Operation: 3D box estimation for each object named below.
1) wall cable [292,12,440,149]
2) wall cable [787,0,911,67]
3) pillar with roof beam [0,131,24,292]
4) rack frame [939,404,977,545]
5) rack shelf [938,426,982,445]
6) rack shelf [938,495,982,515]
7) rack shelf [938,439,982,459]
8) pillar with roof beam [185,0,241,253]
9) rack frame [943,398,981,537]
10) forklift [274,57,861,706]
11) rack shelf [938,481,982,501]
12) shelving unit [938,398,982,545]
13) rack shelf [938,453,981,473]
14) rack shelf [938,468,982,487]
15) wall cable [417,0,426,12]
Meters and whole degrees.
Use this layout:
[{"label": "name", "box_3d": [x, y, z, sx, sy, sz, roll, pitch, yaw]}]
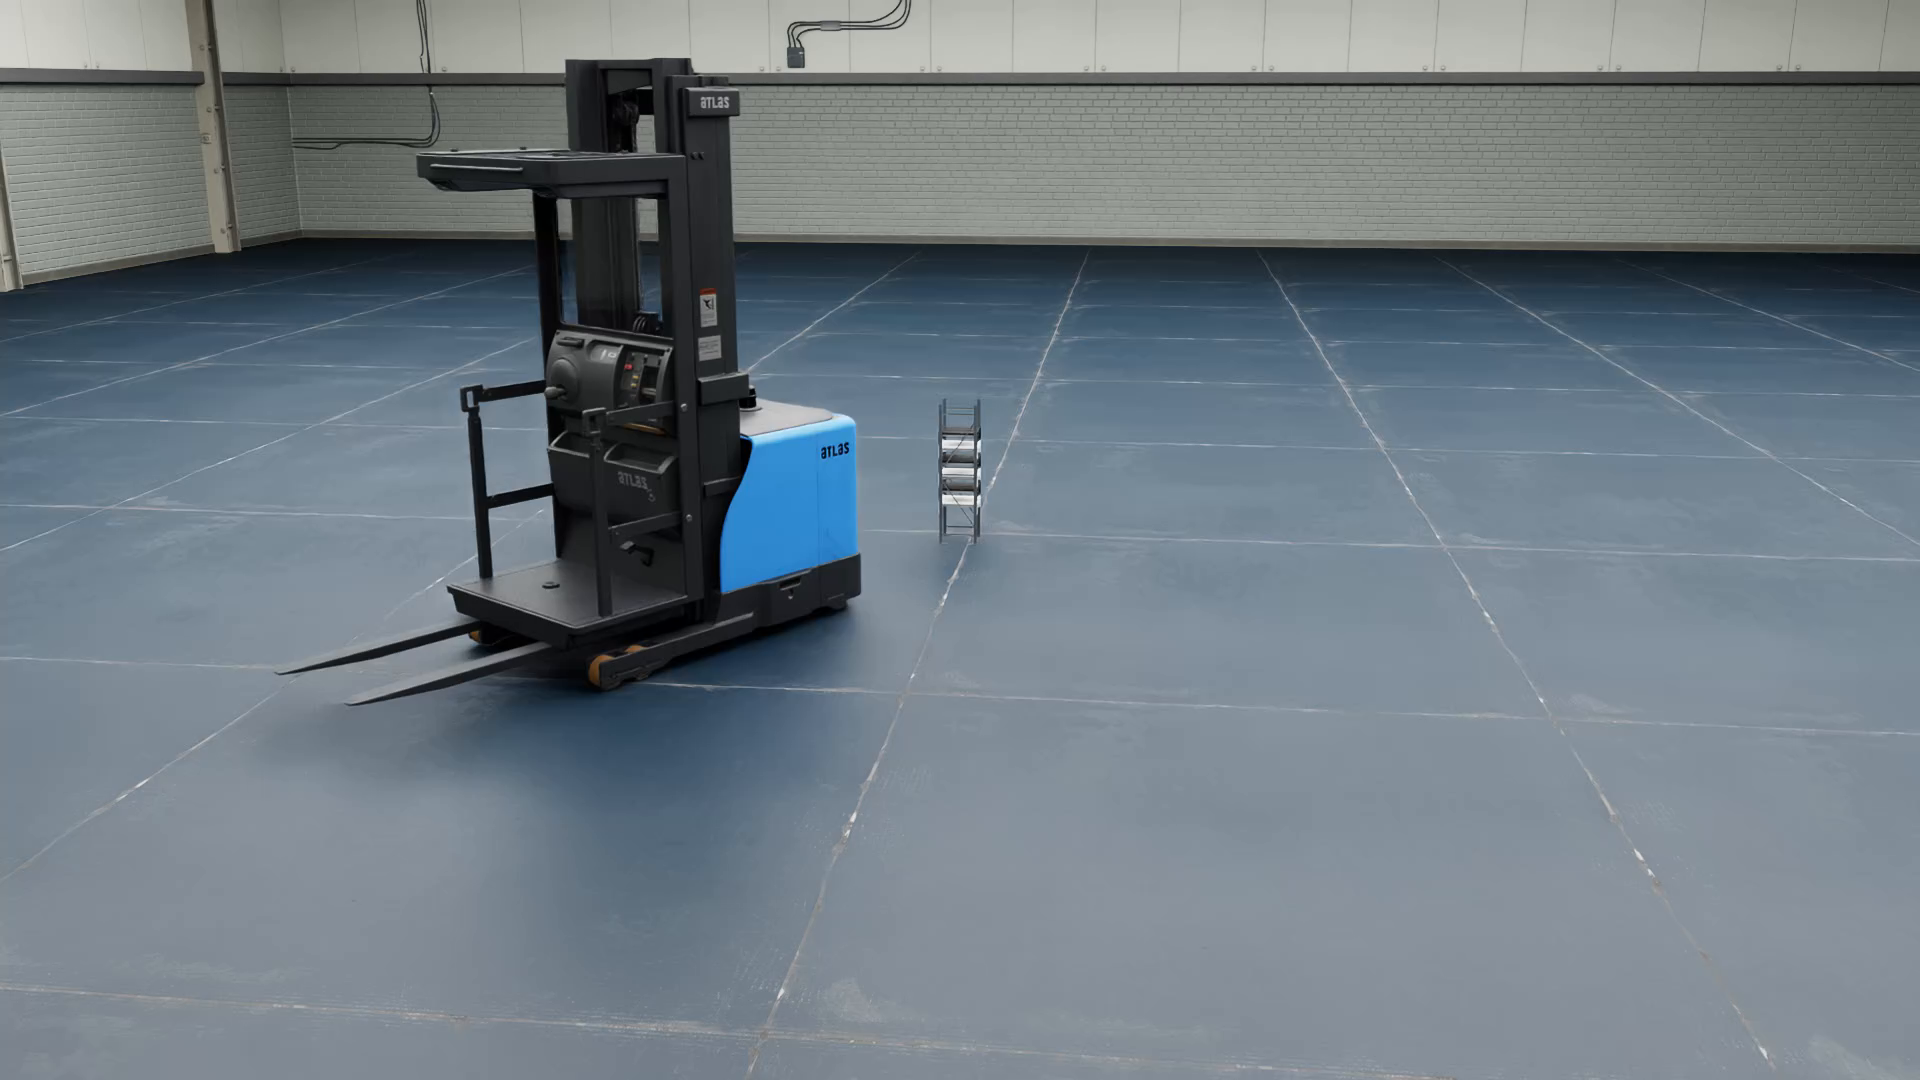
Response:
[{"label": "wall cable", "box_3d": [-11.462, -8.734, 31.670, 3.097, 2.526, 0.112, 2, 15, 6]}, {"label": "wall cable", "box_3d": [-2.031, -11.591, 29.772, 2.305, 6.003, 0.169, 2, 15, 6]}, {"label": "pillar with roof beam", "box_3d": [-9.508, -7.825, 22.359, 9.100, 9.000, 0.400, 2, 15, 6]}, {"label": "rack frame", "box_3d": [-0.012, -0.406, 10.439, 0.240, 0.900, 0.006, 2, 15, 6]}, {"label": "rack shelf", "box_3d": [-0.001, -0.661, 10.475, 0.258, 0.077, 0.200, 2, 15, 6]}, {"label": "rack shelf", "box_3d": [-0.001, -0.226, 10.592, 0.258, 0.077, 0.200, 2, 15, 6]}, {"label": "rack shelf", "box_3d": [-0.001, -0.574, 10.499, 0.258, 0.077, 0.200, 2, 15, 6]}, {"label": "pillar with roof beam", "box_3d": [-8.831, -9.381, 28.114, 9.100, 9.000, 0.400, 2, 15, 6]}, {"label": "rack frame", "box_3d": [0.011, -0.459, 10.634, 0.240, 0.900, 0.006, 2, 15, 6]}, {"label": "forklift", "box_3d": [-1.895, -0.843, 8.164, 1.130, 2.935, 3.031, 13, 20, 39]}, {"label": "rack shelf", "box_3d": [-0.001, -0.313, 10.569, 0.258, 0.077, 0.200, 2, 15, 6]}, {"label": "shelving unit", "box_3d": [-0.001, -0.432, 10.537, 0.258, 0.900, 0.210, 2, 15, 6]}, {"label": "rack shelf", "box_3d": [-0.001, -0.487, 10.522, 0.258, 0.077, 0.200, 2, 15, 6]}, {"label": "rack shelf", "box_3d": [-0.001, -0.400, 10.546, 0.258, 0.077, 0.200, 2, 15, 6]}, {"label": "wall cable", "box_3d": [-8.774, -11.092, 30.716, 3.097, 2.526, 0.112, 2, 15, 6]}]
